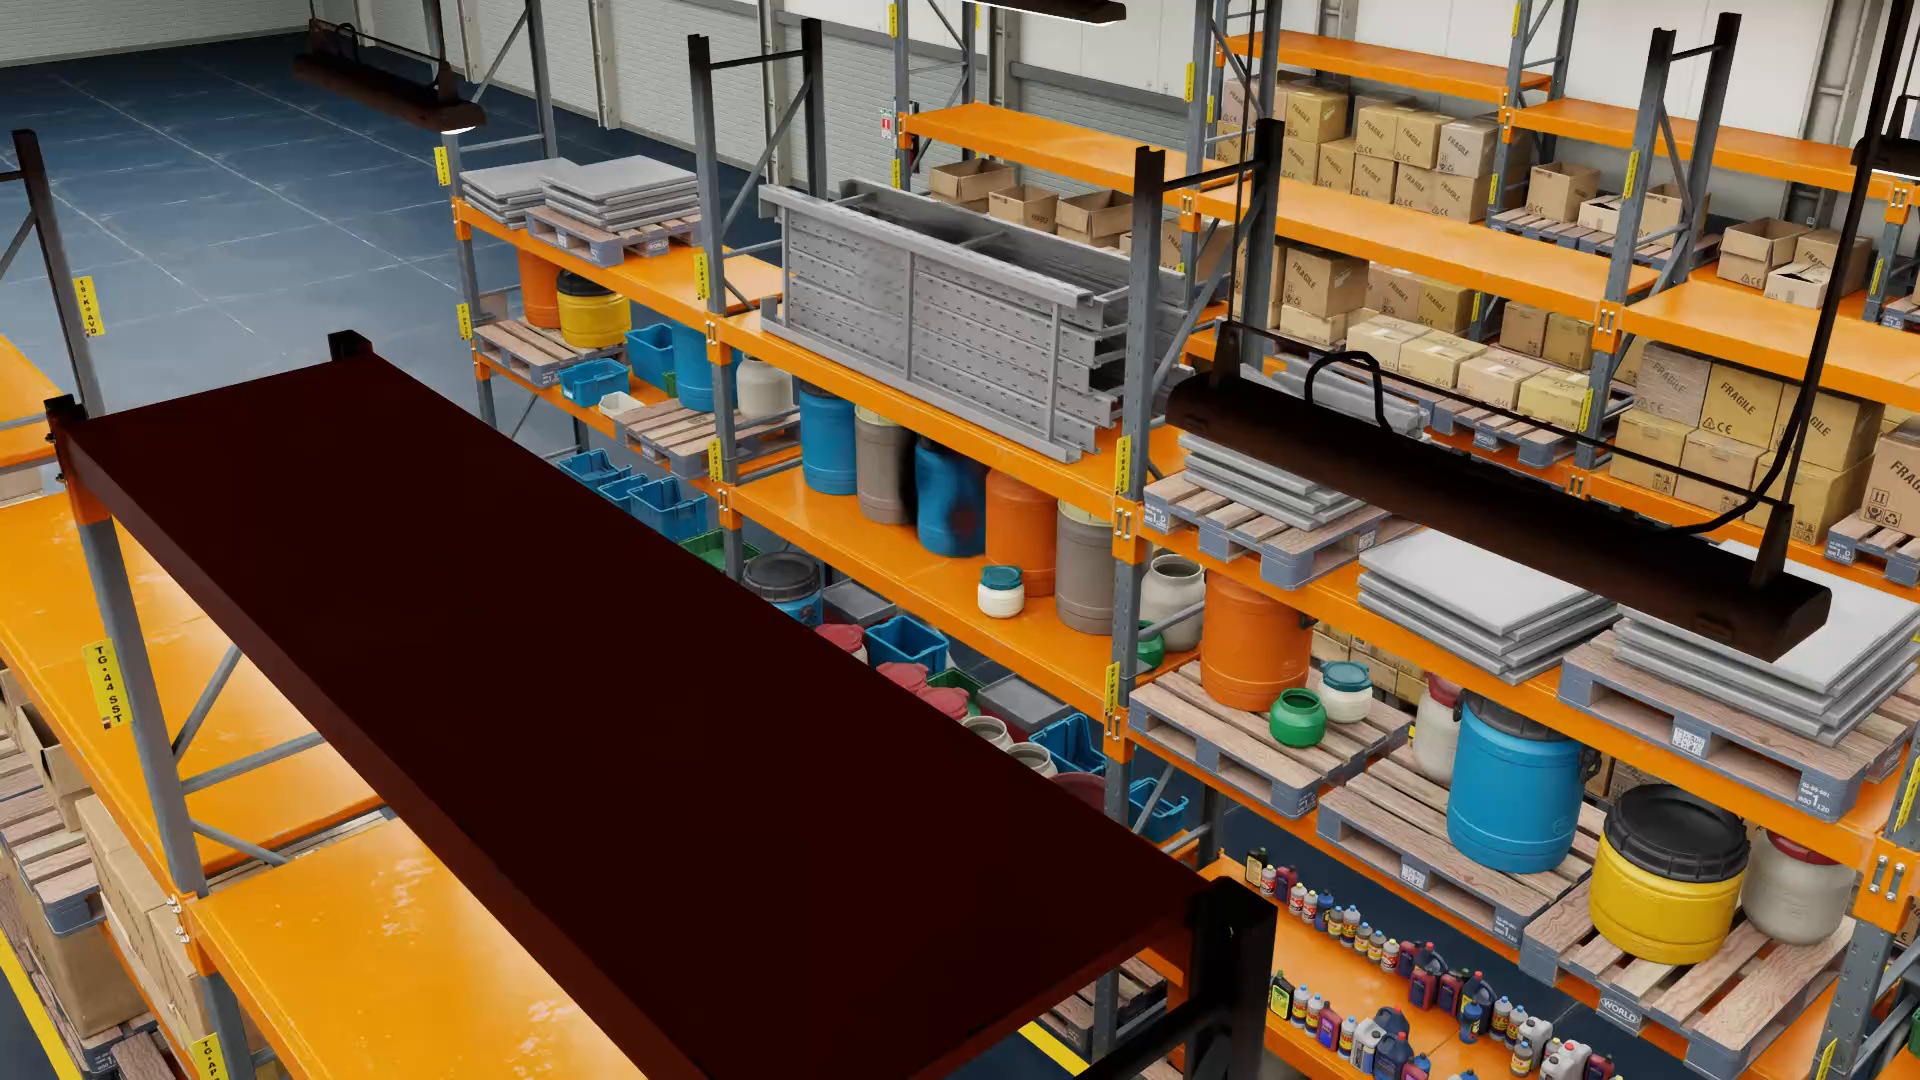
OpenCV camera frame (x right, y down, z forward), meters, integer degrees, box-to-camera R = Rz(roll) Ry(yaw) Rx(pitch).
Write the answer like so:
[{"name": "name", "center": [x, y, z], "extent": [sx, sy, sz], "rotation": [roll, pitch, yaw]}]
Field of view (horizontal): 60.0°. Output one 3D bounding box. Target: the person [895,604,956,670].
[{"name": "person", "center": [-0.433, 0.530, 14.737], "extent": [0.952, 1.640, 0.566], "rotation": [18, 32, 32]}]
